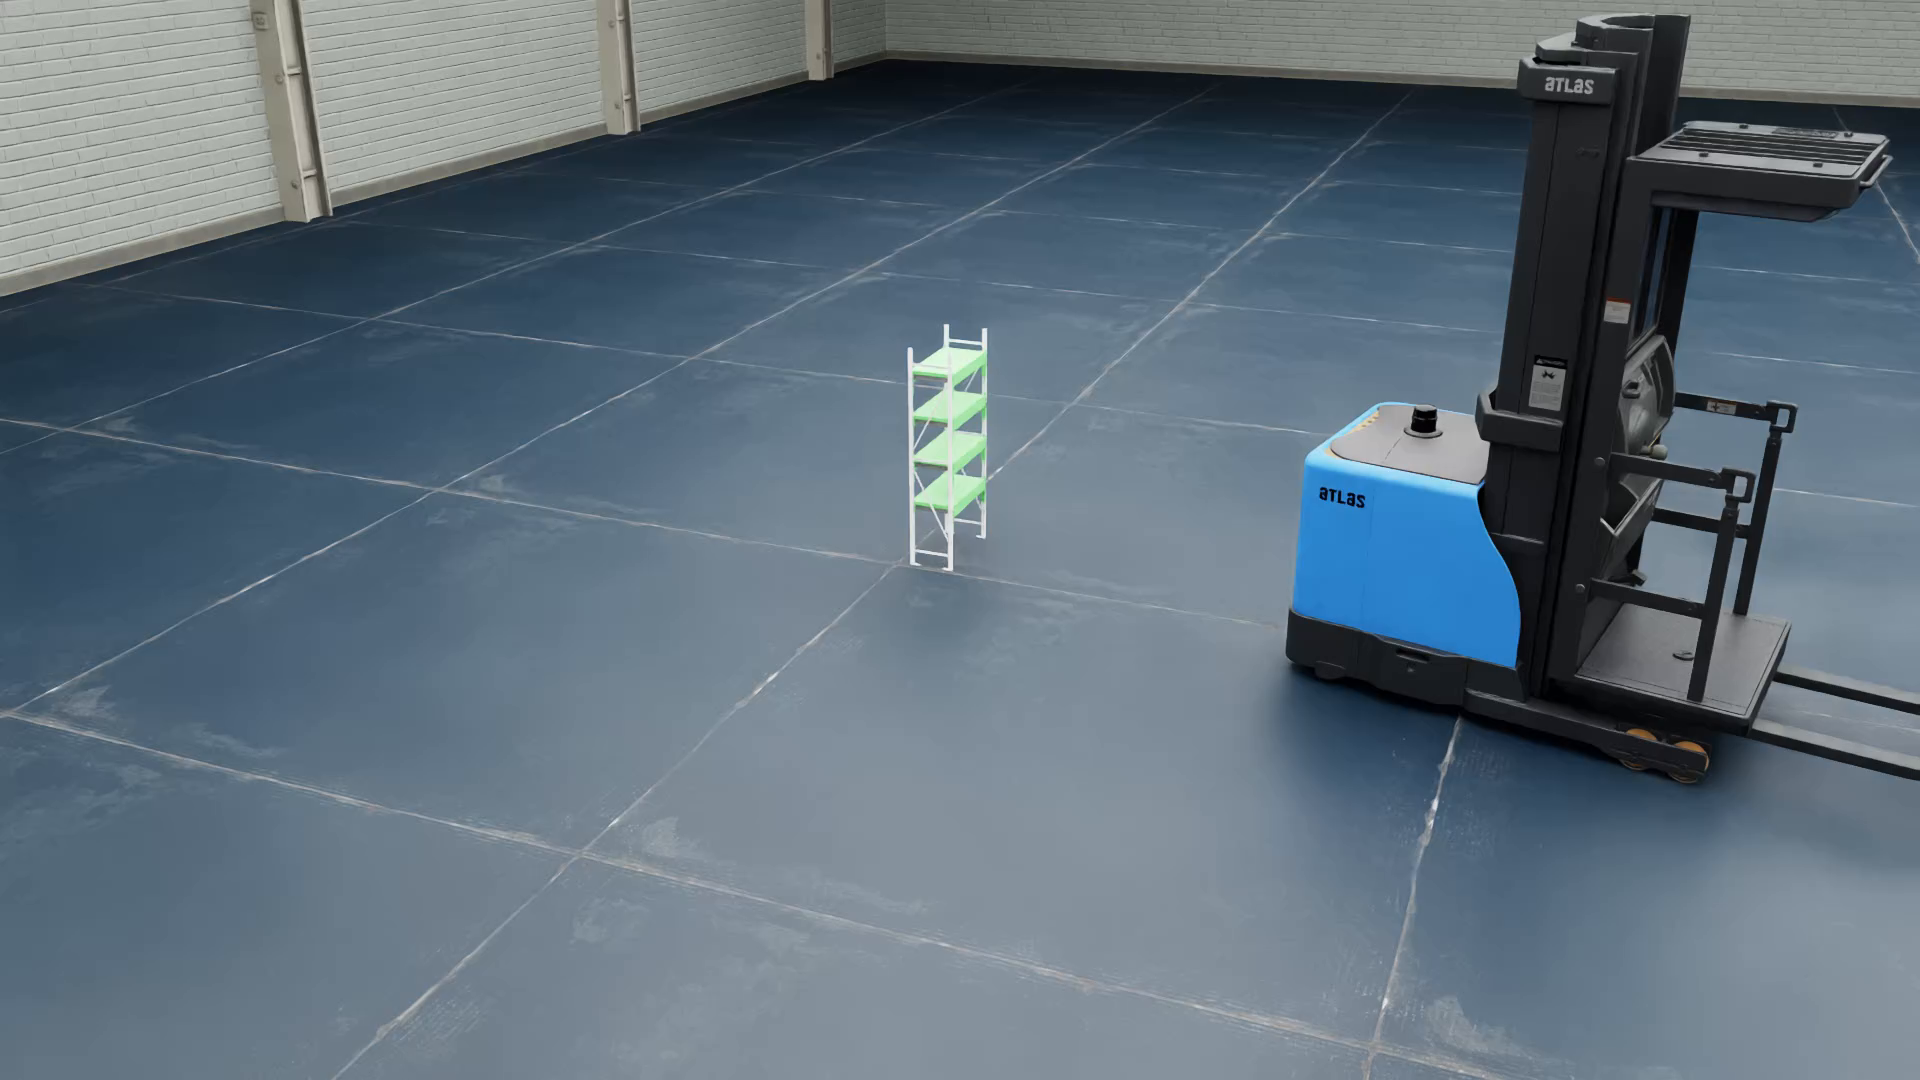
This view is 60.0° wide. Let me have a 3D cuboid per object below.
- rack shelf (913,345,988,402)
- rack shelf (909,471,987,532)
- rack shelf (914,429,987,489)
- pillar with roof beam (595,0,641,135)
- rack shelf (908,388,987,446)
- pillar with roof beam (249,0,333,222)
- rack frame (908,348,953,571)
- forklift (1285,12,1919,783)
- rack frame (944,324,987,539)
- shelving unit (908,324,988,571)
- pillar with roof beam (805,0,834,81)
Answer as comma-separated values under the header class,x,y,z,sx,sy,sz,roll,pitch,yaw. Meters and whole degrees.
class,x,y,z,sx,sy,sz,roll,pitch,yaw
rack shelf,-0.062,-0.878,8.717,0.258,0.148,0.480,9,24,20
rack shelf,-0.061,-0.214,8.994,0.258,0.148,0.480,9,24,20
rack shelf,-0.061,-0.435,8.902,0.258,0.148,0.480,9,24,20
pillar with roof beam,-0.539,-9.032,19.197,9.100,9.000,0.400,9,24,20
rack shelf,-0.062,-0.657,8.809,0.258,0.148,0.480,9,24,20
pillar with roof beam,-2.768,-6.884,14.056,9.100,9.000,0.400,9,24,20
rack frame,-0.152,-0.407,8.668,0.240,1.200,0.015,9,24,20
forklift,3.035,-0.585,6.847,3.031,2.935,1.130,14,27,30
rack frame,0.029,-0.582,9.086,0.240,1.200,0.015,9,24,20
shelving unit,-0.061,-0.494,8.877,0.258,1.200,0.503,9,24,20
pillar with roof beam,1.689,-11.179,24.337,9.100,9.000,0.400,9,24,20
